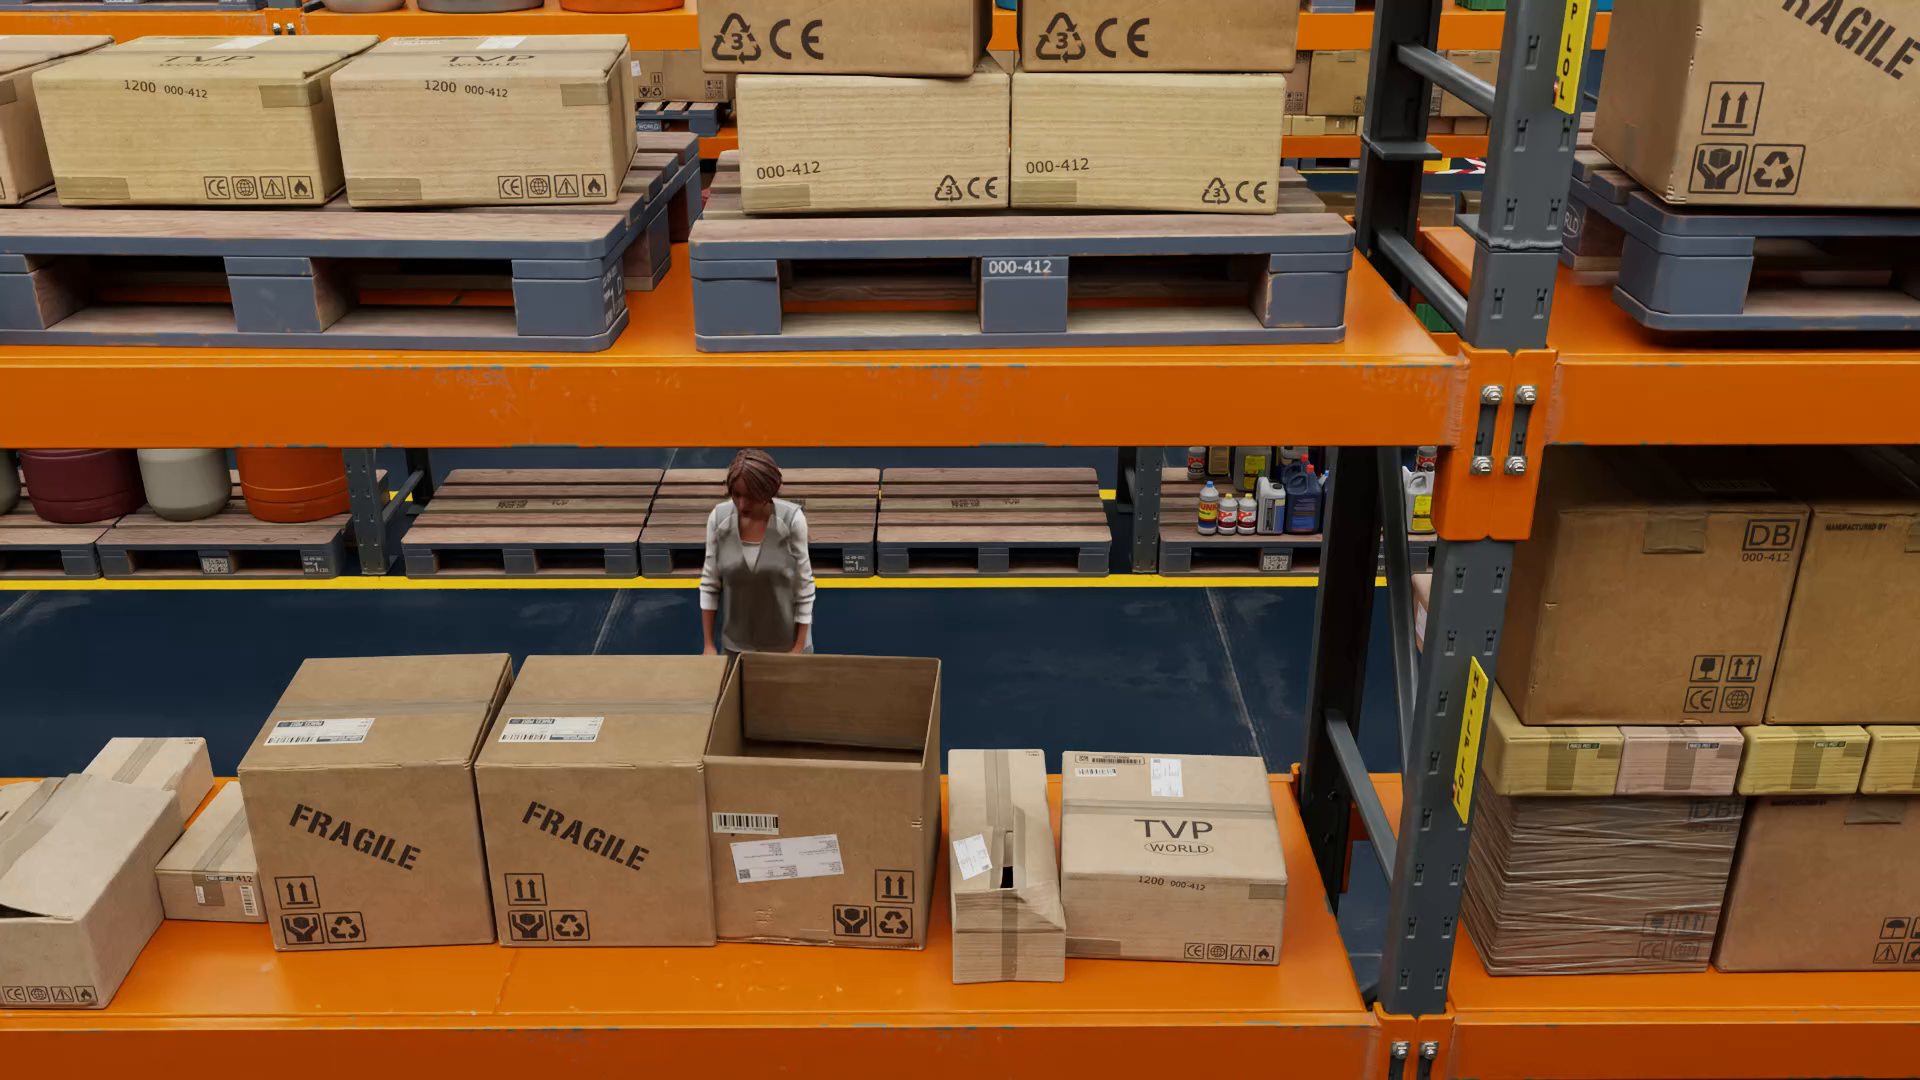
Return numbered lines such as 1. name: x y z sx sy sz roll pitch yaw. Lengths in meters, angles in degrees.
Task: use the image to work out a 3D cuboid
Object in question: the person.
1. person: -0.749 0.411 6.189 0.431 1.603 0.514 2 25 5
